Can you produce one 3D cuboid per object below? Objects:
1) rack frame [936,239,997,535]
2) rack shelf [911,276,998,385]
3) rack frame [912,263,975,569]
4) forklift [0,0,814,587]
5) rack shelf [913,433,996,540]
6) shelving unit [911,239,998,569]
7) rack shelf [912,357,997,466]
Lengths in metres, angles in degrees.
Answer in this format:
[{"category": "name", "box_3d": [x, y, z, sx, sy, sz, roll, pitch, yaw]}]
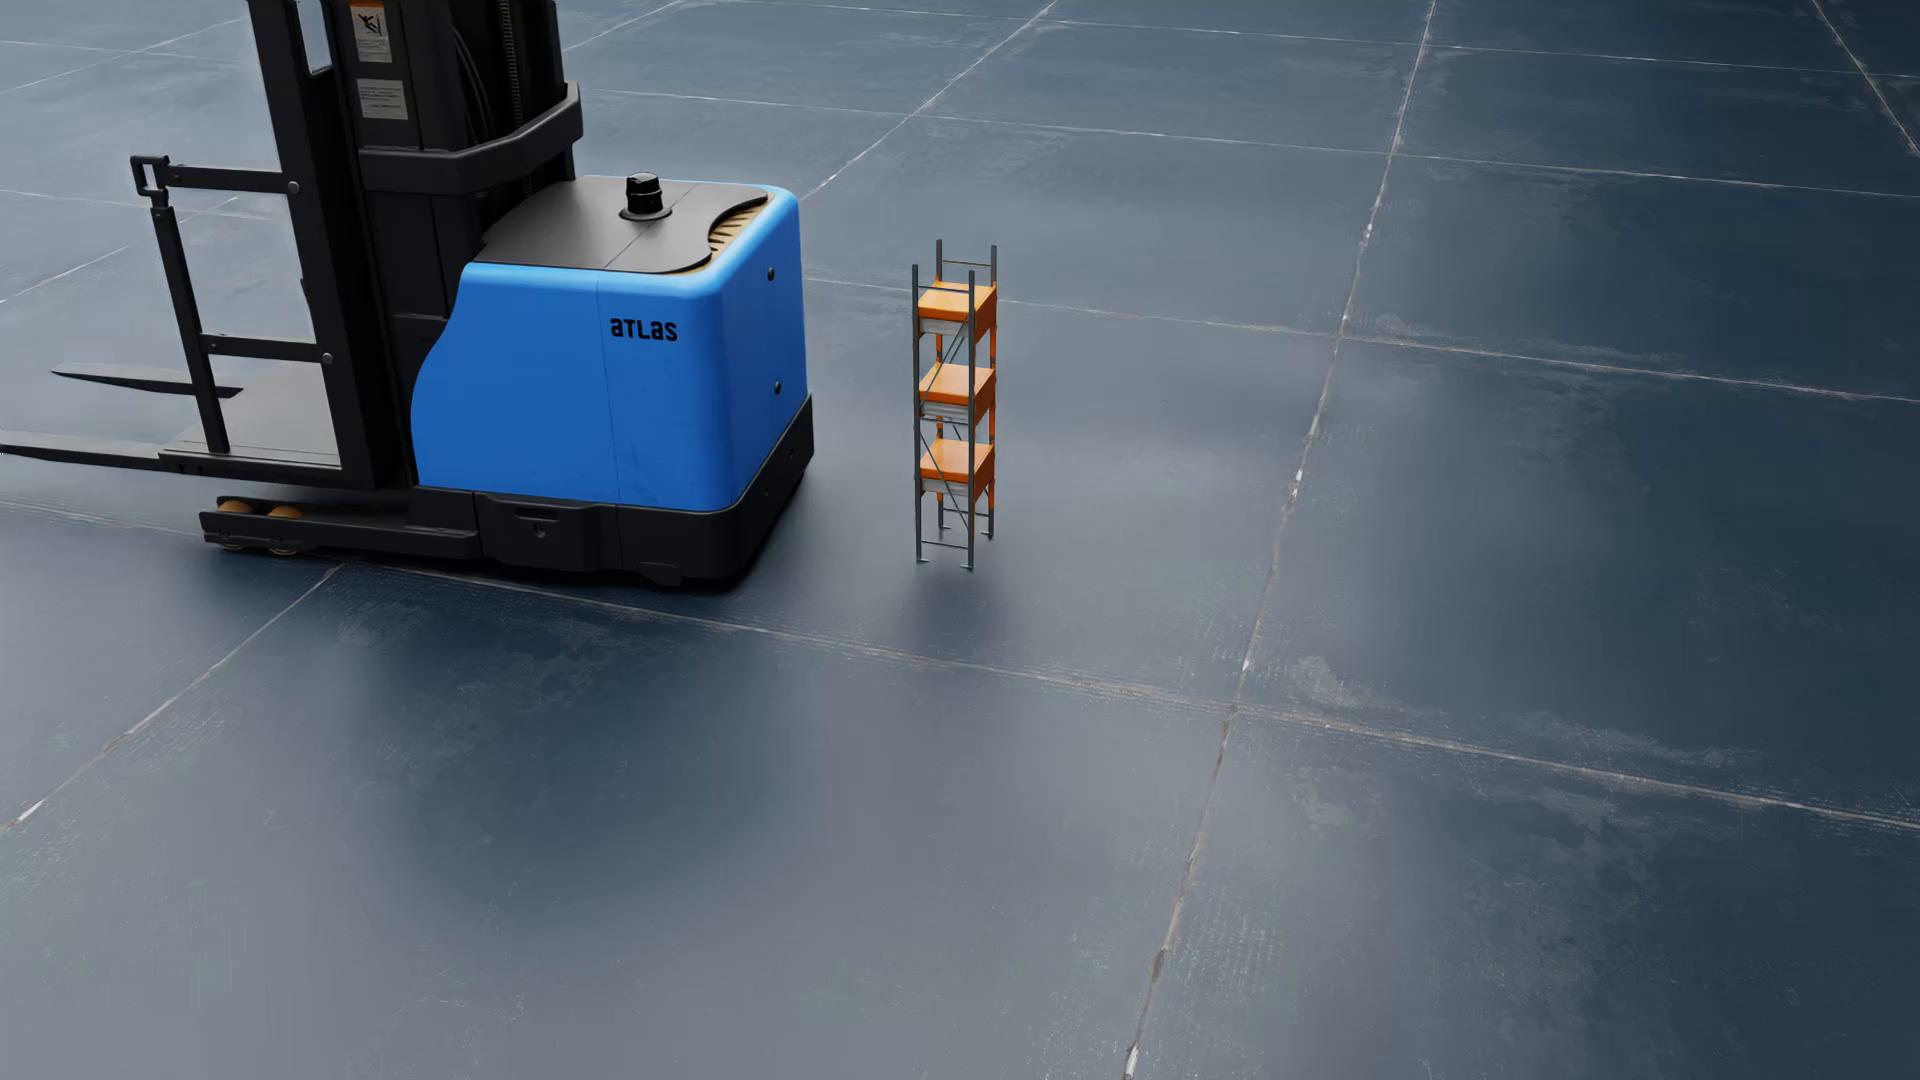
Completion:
[{"category": "rack frame", "box_3d": [0.020, -0.491, 5.552, 0.200, 1.050, 0.008, 8, 30, 15]}, {"category": "rack shelf", "box_3d": [-0.016, -0.673, 5.317, 0.215, 0.259, 0.240, 8, 30, 15]}, {"category": "rack frame", "box_3d": [-0.052, -0.377, 5.348, 0.200, 1.050, 0.008, 8, 30, 15]}, {"category": "forklift", "box_3d": [-2.111, -1.473, 5.383, 3.031, 2.935, 1.130, 5, 30, 10]}, {"category": "rack shelf", "box_3d": [-0.016, -0.182, 5.590, 0.215, 0.259, 0.240, 8, 30, 15]}, {"category": "shelving unit", "box_3d": [-0.016, -0.434, 5.450, 0.215, 1.050, 0.252, 8, 30, 15]}, {"category": "rack shelf", "box_3d": [-0.016, -0.425, 5.455, 0.215, 0.259, 0.240, 8, 30, 15]}]
